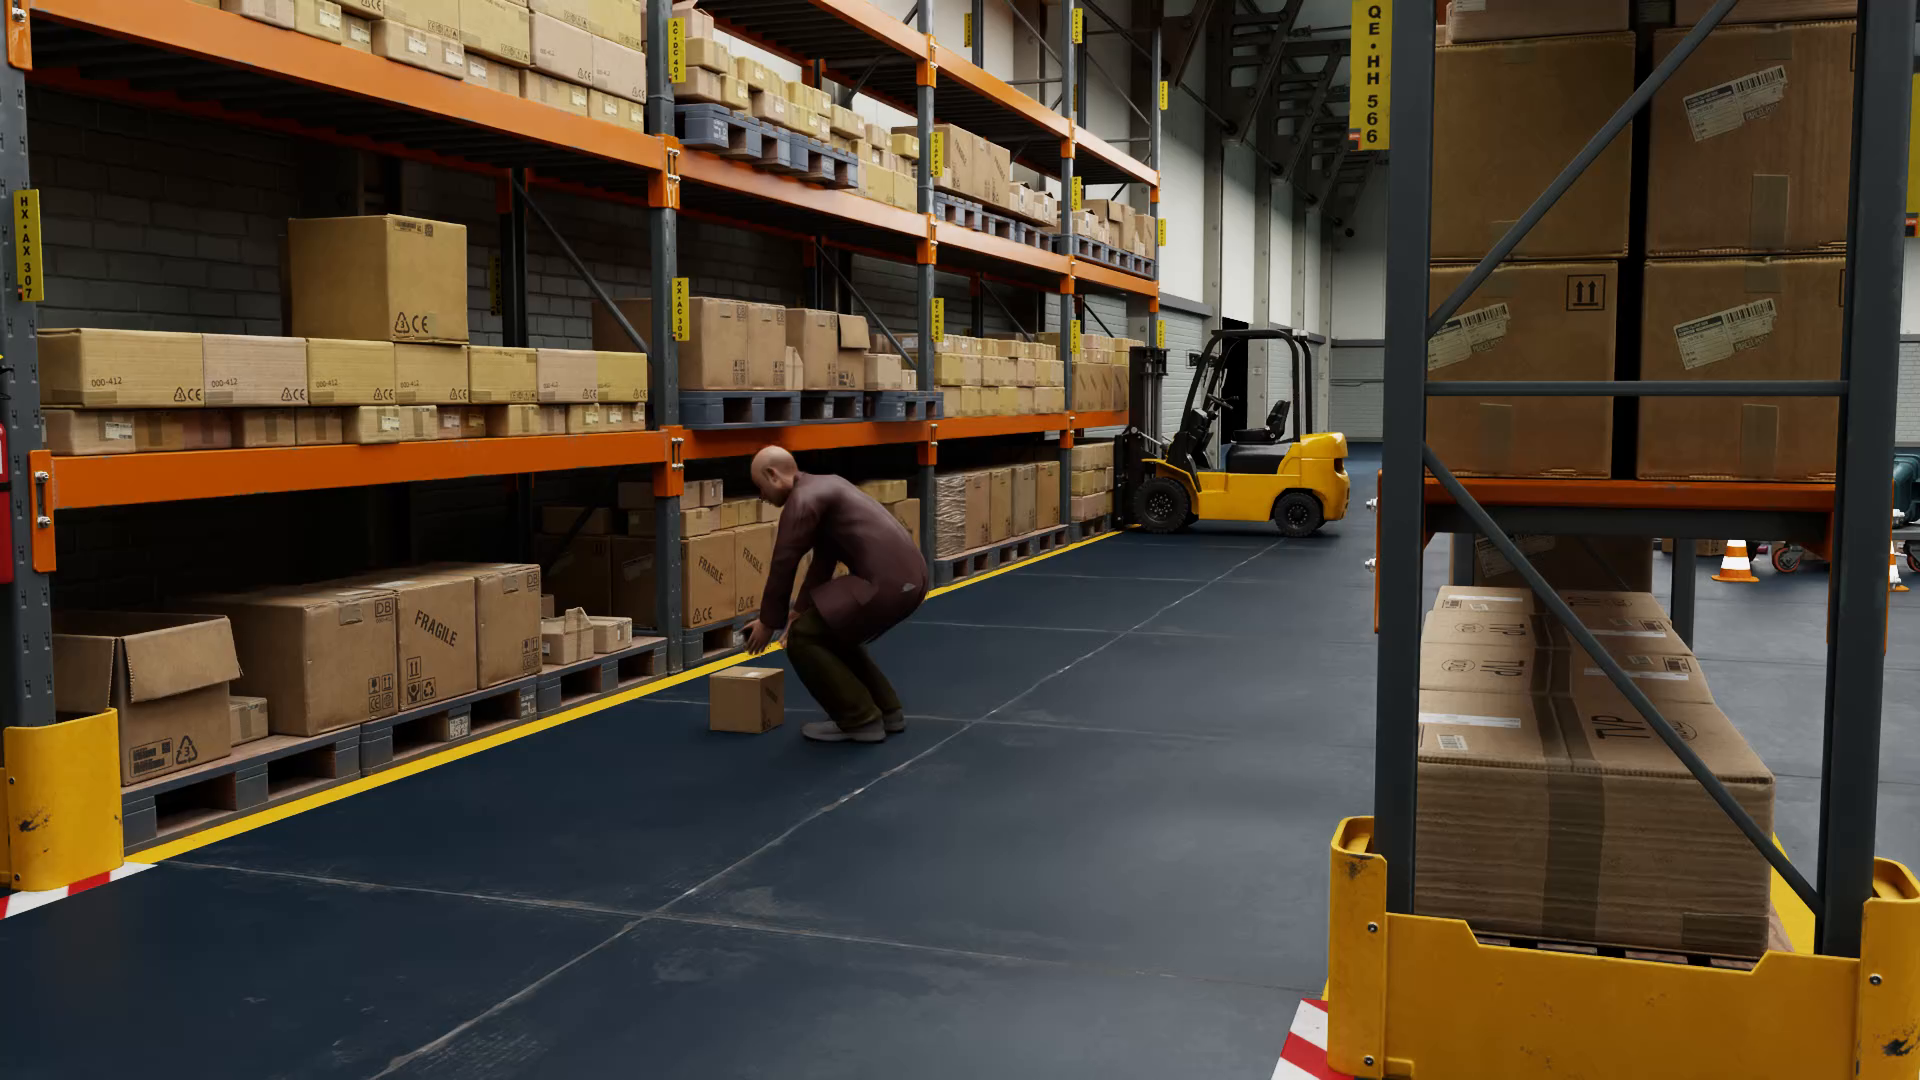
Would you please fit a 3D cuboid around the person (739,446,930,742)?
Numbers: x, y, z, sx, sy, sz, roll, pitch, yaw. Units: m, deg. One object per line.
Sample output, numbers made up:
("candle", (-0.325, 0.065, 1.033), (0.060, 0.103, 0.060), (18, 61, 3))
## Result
("person", (-0.534, 0.232, 7.257), (0.793, 1.259, 0.633), (2, 5, 19))
